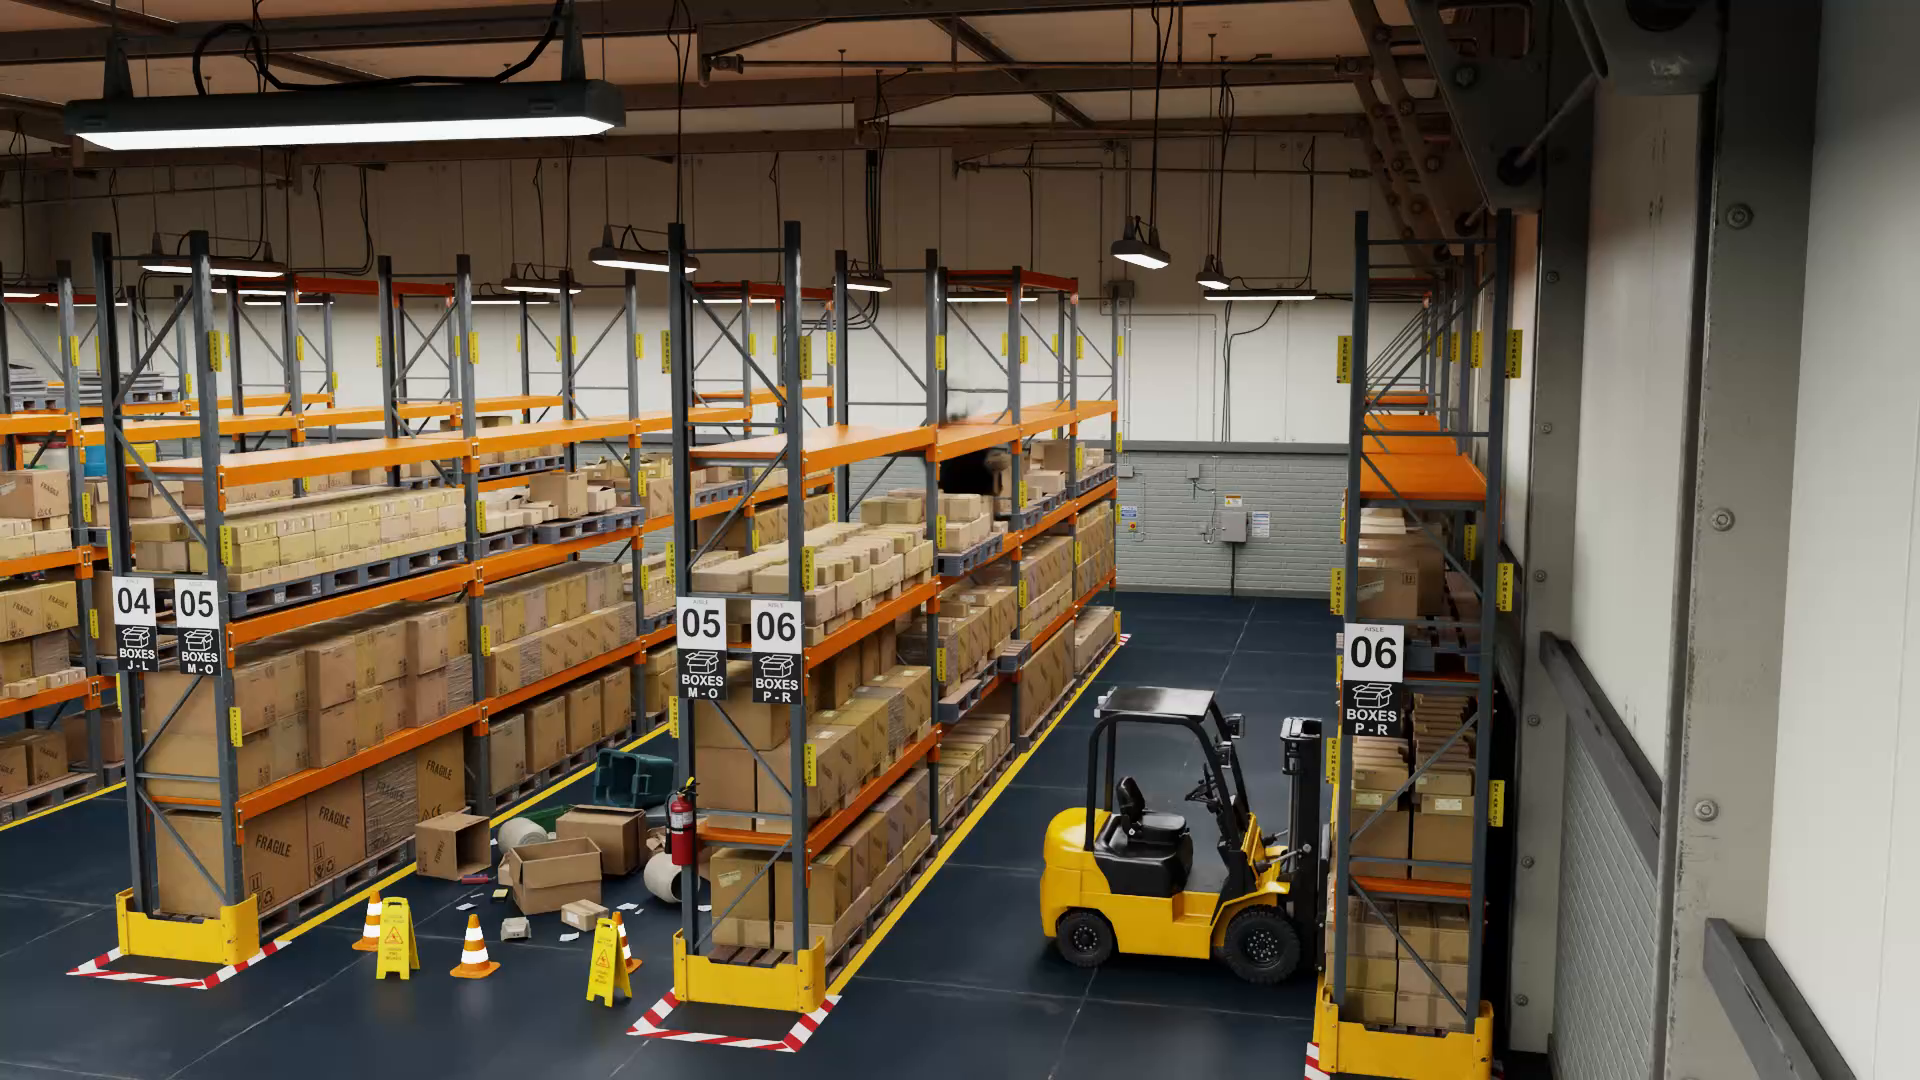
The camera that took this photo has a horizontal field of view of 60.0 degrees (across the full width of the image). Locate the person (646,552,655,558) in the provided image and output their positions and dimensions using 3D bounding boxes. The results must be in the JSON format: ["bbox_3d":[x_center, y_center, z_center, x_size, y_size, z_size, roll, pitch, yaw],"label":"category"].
[{"bbox_3d":[-5.056,1.027,27.278,0.605,1.667,0.906,2,7,18],"label":"person"}]
